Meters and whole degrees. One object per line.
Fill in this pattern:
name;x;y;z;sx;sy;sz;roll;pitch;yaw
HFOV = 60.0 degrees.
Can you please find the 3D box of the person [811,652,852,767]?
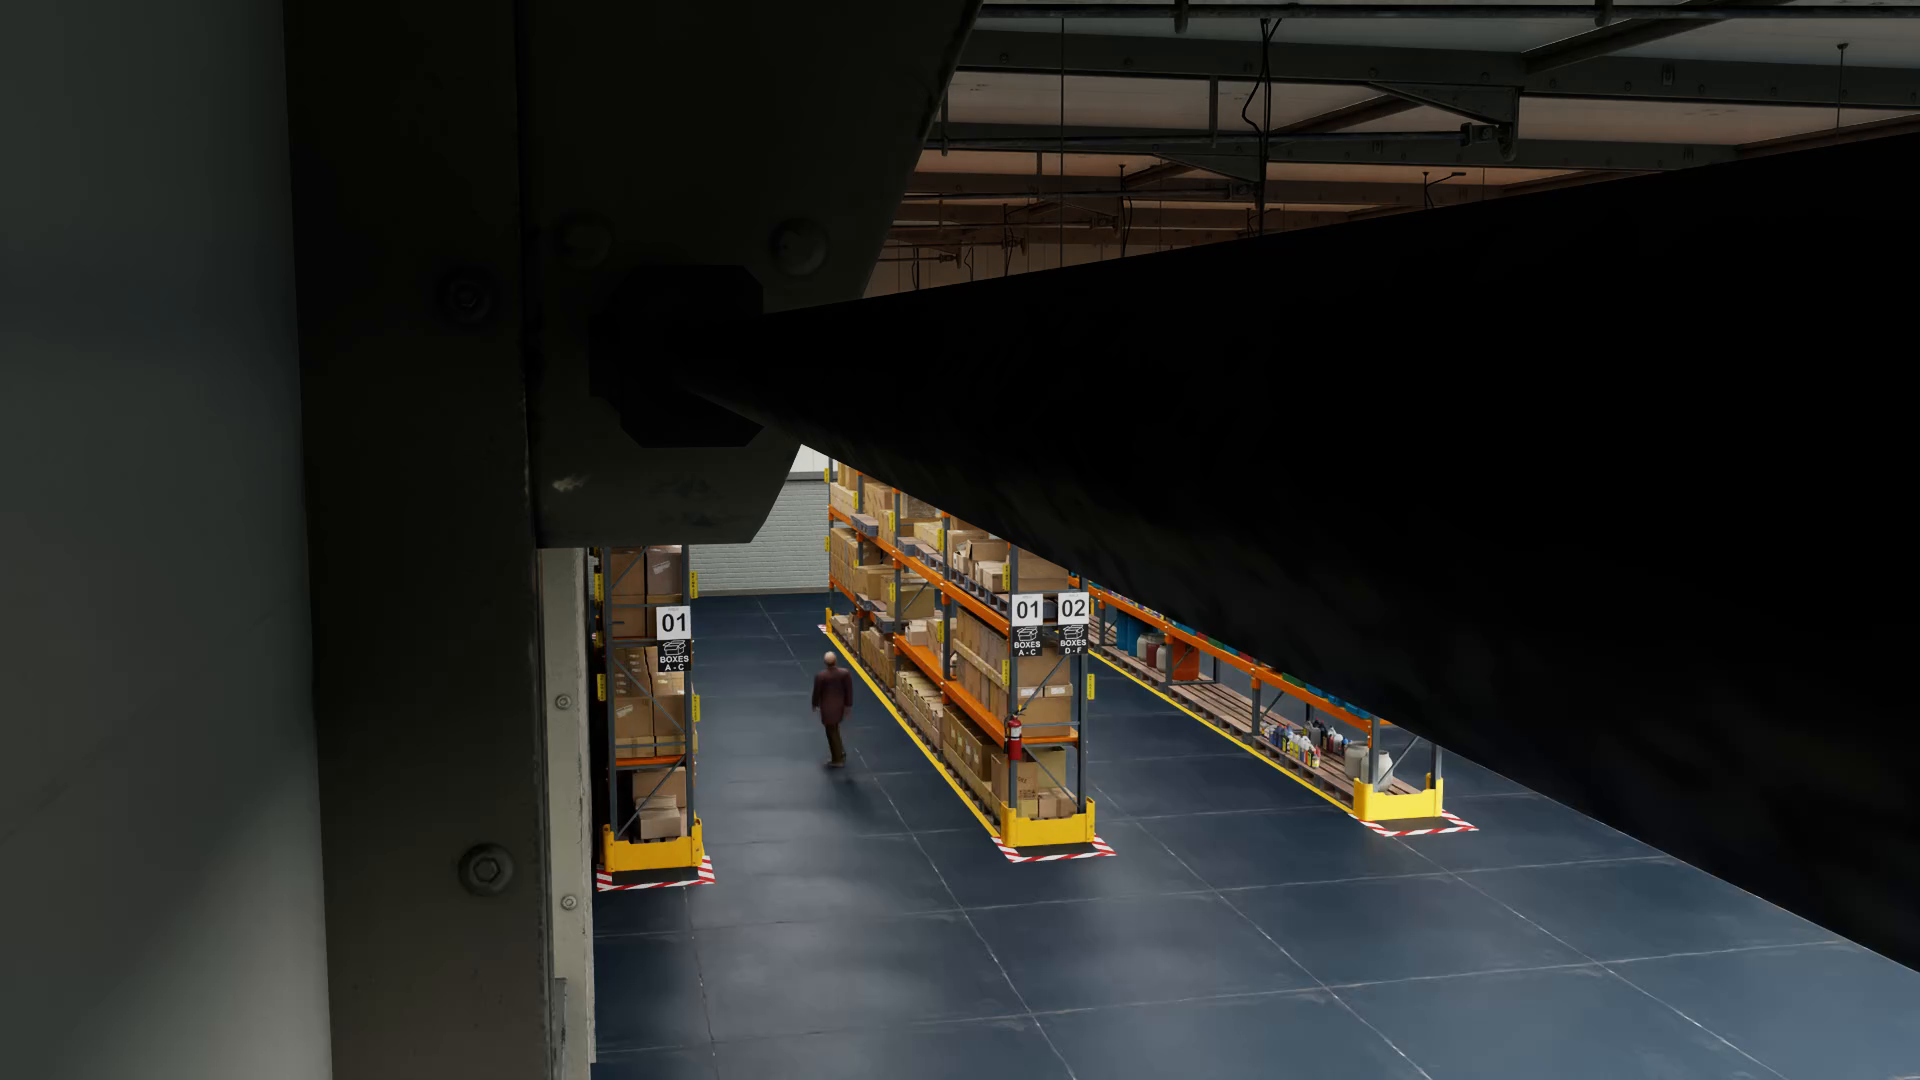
person;-1.946;2.530;24.826;0.592;1.811;0.585;5;8;37
